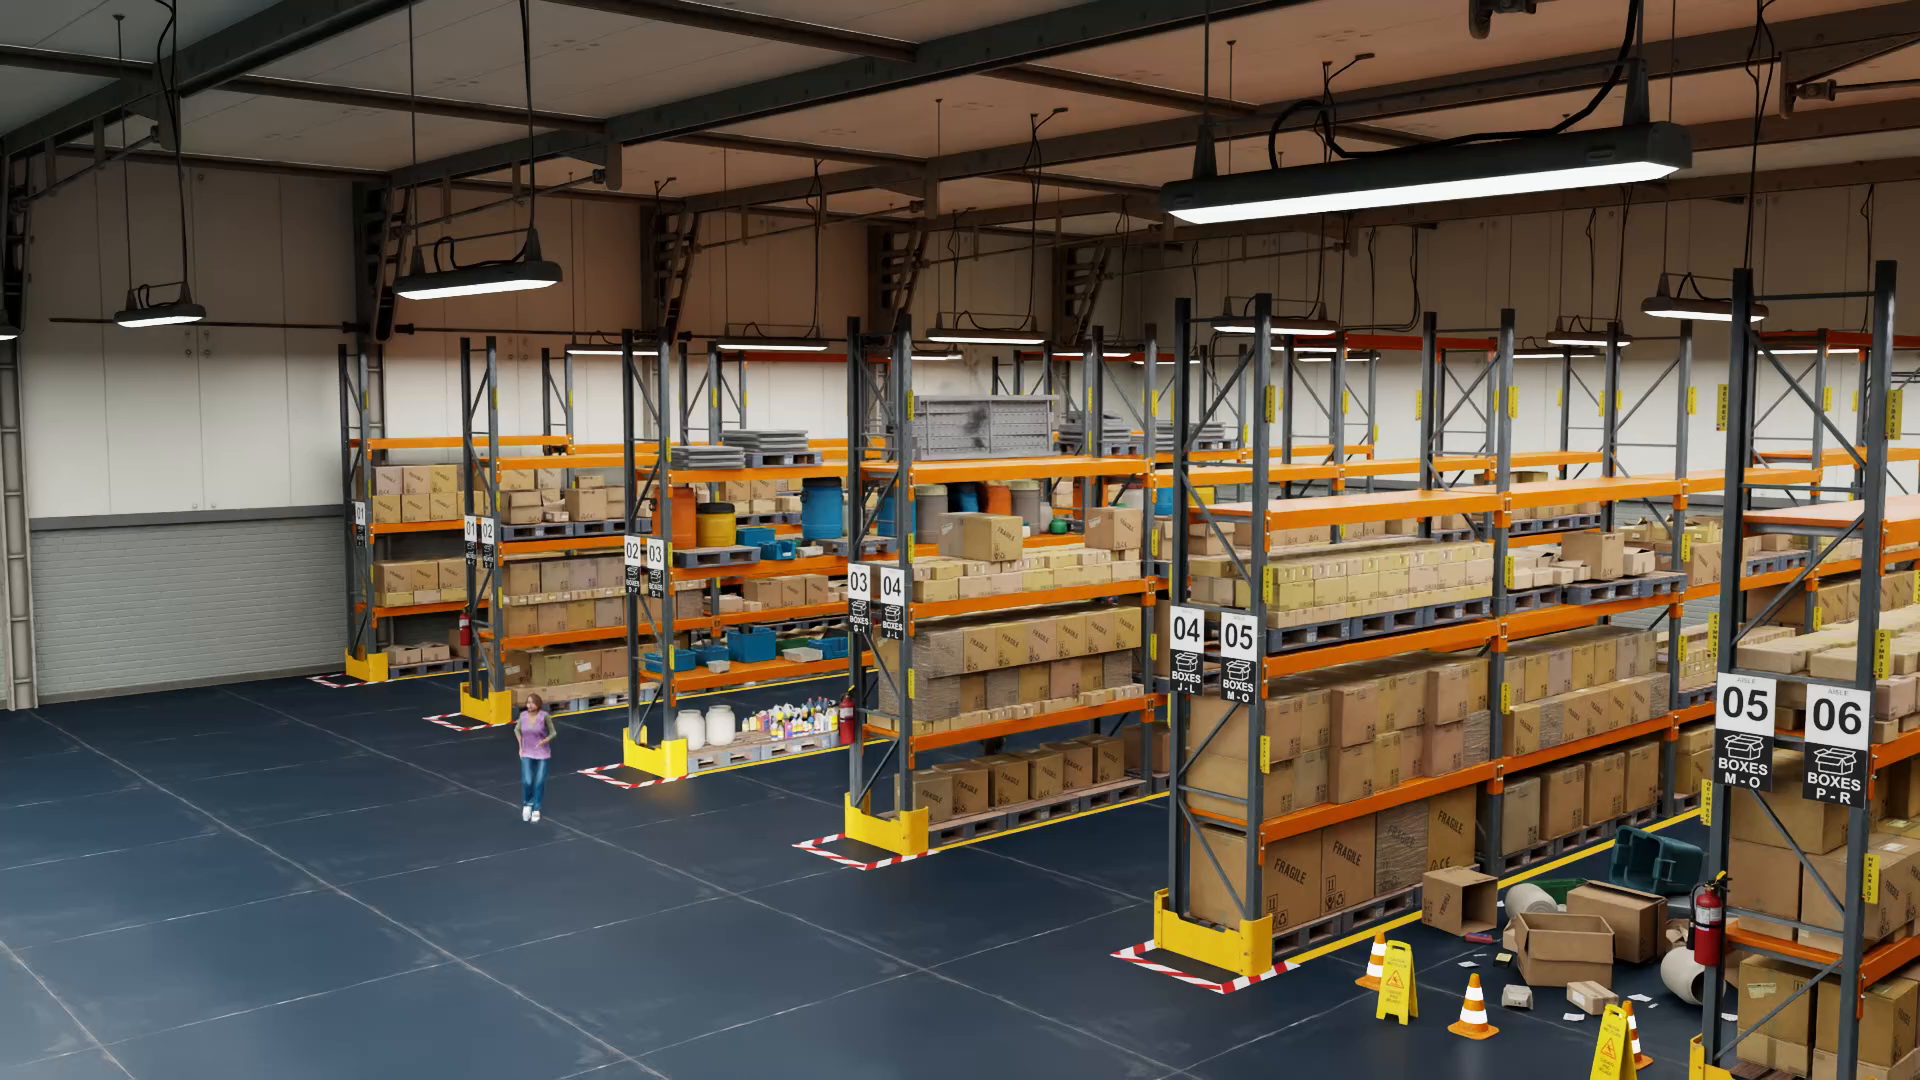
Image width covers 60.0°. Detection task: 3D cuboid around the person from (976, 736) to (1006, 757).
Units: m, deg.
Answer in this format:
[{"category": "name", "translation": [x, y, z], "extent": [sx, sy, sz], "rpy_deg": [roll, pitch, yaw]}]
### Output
[{"category": "person", "translation": [0.457, 2.283, 22.473], "extent": [0.709, 1.737, 0.757], "rpy_deg": [3, 6, 34]}]

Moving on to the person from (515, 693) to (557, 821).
[{"category": "person", "translation": [-5.069, 2.610, 19.828], "extent": [0.514, 1.547, 0.606], "rpy_deg": [-1, 5, -7]}]

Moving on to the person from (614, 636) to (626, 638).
[{"category": "person", "translation": [-6.080, 1.765, 29.518], "extent": [0.676, 1.509, 0.971], "rpy_deg": [5, 7, 44]}]
